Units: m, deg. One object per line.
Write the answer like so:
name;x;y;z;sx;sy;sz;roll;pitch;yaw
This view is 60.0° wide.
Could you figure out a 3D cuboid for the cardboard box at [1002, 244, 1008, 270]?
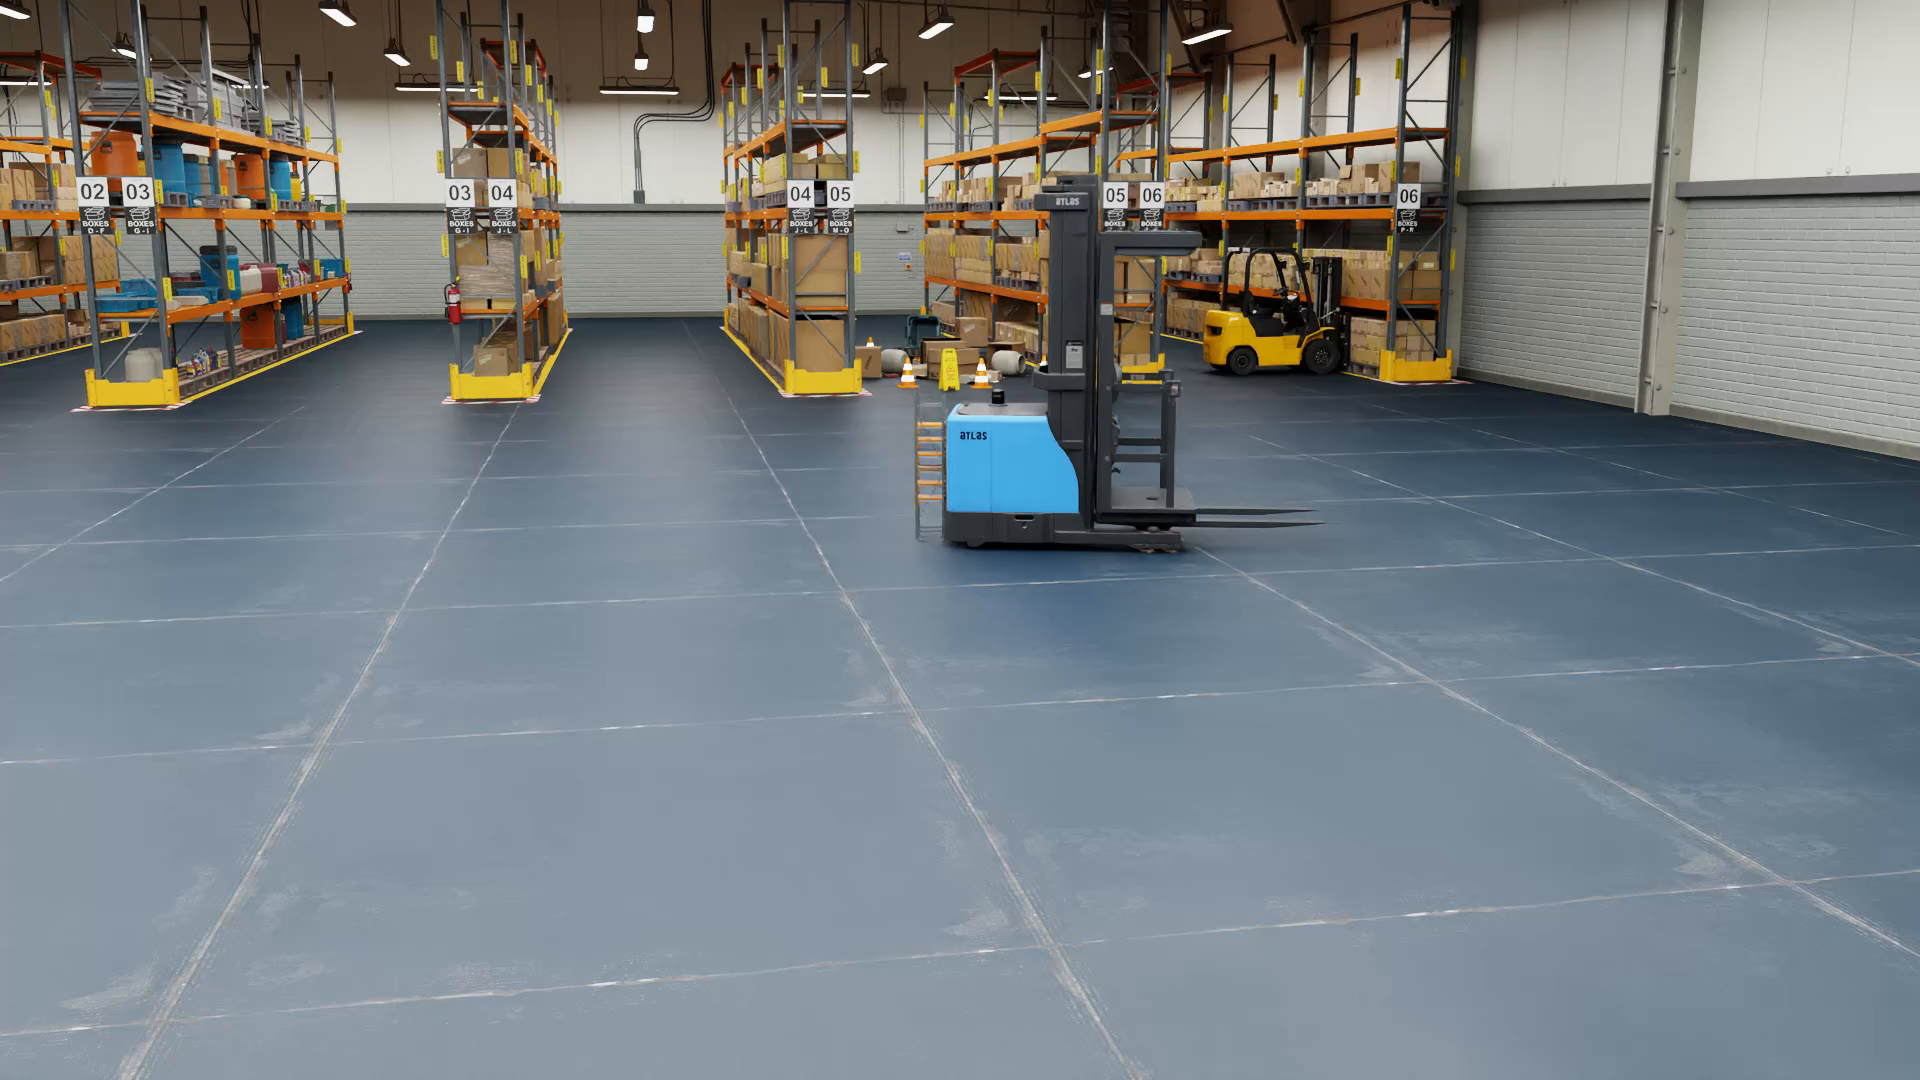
cardboard box;1.130;-5.650;33.173;0.500;0.500;0.500;-2;11;-8

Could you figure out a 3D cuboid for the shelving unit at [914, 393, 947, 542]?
shelving unit;-0.241;-0.595;13.614;0.258;1.200;0.189;1;11;4

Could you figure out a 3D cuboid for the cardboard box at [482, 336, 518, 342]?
cardboard box;-7.625;-3.139;27.731;0.500;0.500;0.500;1;11;7

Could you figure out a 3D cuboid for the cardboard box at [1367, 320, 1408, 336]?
cardboard box;7.189;-3.568;27.979;0.500;0.250;0.500;-2;11;-9

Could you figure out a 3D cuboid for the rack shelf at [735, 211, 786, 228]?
rack shelf;-4.064;-6.723;34.899;1.077;0.370;4.000;-2;11;-11

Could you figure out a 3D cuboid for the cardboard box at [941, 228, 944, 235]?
cardboard box;-0.238;-7.354;39.633;0.380;0.149;0.250;-2;11;-11

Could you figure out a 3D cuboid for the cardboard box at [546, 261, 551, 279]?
cardboard box;-8.593;-5.411;33.835;0.500;0.500;0.500;-2;11;-12

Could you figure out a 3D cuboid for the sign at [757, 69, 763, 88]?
sign;-3.427;-7.925;28.559;0.100;0.325;0.005;-2;11;-11

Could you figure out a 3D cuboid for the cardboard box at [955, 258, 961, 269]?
cardboard box;0.192;-6.249;37.572;0.500;0.250;0.500;-2;11;-13

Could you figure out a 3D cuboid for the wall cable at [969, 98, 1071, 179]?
wall cable;1.700;-11.022;47.437;2.988;3.039;0.133;-2;11;-11

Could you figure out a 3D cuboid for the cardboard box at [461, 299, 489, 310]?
cardboard box;-7.262;-3.528;24.884;0.380;0.149;0.250;-2;11;-11

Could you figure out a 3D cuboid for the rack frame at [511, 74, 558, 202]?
rack frame;-10.116;-9.489;39.482;1.000;3.000;0.127;-2;11;-11

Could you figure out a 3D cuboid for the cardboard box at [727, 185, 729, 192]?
cardboard box;-5.332;-8.333;39.428;0.380;0.149;0.250;-2;11;-10

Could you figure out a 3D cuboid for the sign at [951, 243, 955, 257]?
sign;-0.161;-6.612;37.886;0.100;0.325;0.005;-2;11;-11

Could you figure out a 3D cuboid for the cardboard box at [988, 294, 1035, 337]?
cardboard box;1.108;-4.727;35.069;0.875;0.875;0.875;-2;11;-12

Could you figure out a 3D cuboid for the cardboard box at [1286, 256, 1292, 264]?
cardboard box;6.455;-5.351;31.787;0.380;0.149;0.250;-2;11;-12

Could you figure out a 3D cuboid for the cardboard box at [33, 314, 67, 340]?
cardboard box;-18.679;-4.356;34.071;0.500;0.500;0.500;-2;11;-11

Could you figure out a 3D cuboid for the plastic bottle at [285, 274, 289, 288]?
plastic bottle;-13.365;-5.142;33.000;0.061;0.283;0.133;-2;11;-11

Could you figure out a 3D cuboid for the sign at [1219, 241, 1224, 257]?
sign;5.498;-6.124;34.966;0.100;0.325;0.005;-2;11;-11

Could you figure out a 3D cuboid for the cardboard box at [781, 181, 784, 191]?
cardboard box;-2.564;-5.469;25.669;0.380;0.149;0.250;-2;11;-11

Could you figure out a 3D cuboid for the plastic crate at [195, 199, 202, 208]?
plastic crate;-11.932;-5.225;25.808;0.243;0.136;0.396;-2;11;-11

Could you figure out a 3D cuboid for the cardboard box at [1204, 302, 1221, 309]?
cardboard box;5.586;-5.143;36.523;0.380;0.149;0.250;-2;11;-9

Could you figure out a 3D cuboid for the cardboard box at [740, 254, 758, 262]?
cardboard box;-4.220;-5.685;33.498;0.380;0.149;0.250;-3;11;-13

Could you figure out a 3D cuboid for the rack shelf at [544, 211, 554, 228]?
rack shelf;-8.949;-6.561;34.048;1.077;0.370;4.000;-2;11;-11

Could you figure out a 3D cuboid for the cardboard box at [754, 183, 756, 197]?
cardboard box;-3.653;-6.659;31.647;0.500;0.250;0.500;-2;11;-9

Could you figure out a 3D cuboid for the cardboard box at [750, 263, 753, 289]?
cardboard box;-3.853;-5.193;32.691;0.500;0.500;0.500;-2;11;-10

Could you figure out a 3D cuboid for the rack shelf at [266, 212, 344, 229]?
rack shelf;-14.585;-7.115;36.956;1.077;0.370;4.000;-2;11;-11

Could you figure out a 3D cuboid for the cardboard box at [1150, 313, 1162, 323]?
cardboard box;4.785;-5.370;40.075;0.396;0.266;0.258;-2;11;-9

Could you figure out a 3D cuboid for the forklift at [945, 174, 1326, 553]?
forklift;1.424;-1.438;13.413;3.031;2.935;1.130;1;11;4

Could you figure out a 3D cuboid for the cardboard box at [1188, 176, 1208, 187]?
cardboard box;5.462;-8.204;38.132;0.396;0.266;0.258;-2;11;-11

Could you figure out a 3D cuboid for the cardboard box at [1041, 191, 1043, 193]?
cardboard box;1.756;-6.156;29.603;0.500;0.250;0.500;-2;11;-12

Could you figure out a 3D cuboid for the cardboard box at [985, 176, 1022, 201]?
cardboard box;0.939;-7.229;34.233;0.797;0.503;0.637;-3;11;-15

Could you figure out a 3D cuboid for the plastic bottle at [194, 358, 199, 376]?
plastic bottle;-11.976;-2.710;26.030;0.097;0.271;0.097;0;11;0

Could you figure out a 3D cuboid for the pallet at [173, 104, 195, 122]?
pallet;-12.212;-6.444;25.061;1.003;0.211;1.213;-2;11;-11

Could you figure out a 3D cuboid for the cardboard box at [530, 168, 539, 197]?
cardboard box;-8.030;-6.579;30.614;0.500;0.500;0.500;-2;11;-10

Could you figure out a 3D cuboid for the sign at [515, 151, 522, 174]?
sign;-6.472;-5.530;24.367;0.100;0.325;0.005;-2;11;-11

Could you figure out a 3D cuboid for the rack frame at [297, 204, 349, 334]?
rack frame;-14.974;-6.361;39.097;1.000;3.000;0.127;-2;11;-11

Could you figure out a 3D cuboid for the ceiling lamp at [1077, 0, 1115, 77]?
ceiling lamp;3.258;-11.930;36.700;0.800;3.185;2.000;-2;11;-11

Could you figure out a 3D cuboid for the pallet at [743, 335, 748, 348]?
pallet;-4.059;-4.233;35.372;1.003;0.211;1.213;-2;11;-11

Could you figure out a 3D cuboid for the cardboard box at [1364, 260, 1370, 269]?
cardboard box;7.136;-4.711;28.425;0.380;0.149;0.250;-2;11;-11

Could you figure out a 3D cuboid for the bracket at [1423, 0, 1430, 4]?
bracket;7.905;-9.088;27.749;0.235;0.232;0.430;-2;11;-11

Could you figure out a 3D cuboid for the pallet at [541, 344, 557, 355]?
pallet;-8.639;-3.852;33.369;1.003;0.211;1.213;-2;11;-11

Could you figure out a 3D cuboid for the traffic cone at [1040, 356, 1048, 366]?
traffic cone;1.368;-2.753;26.924;0.336;0.463;0.334;-2;11;-11

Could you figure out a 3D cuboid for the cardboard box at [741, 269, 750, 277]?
cardboard box;-4.222;-5.393;33.556;0.380;0.149;0.250;-2;11;-10

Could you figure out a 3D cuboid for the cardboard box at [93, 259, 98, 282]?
cardboard box;-19.186;-5.880;36.298;0.500;0.500;0.500;-2;11;-12

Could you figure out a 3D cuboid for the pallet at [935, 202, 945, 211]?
pallet;0.000;-7.972;39.774;1.003;0.211;1.213;-2;11;-11

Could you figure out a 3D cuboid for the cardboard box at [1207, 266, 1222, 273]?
cardboard box;5.525;-5.805;35.724;0.380;0.149;0.250;-2;11;-10

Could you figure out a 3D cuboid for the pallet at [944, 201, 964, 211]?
pallet;0.234;-7.749;38.600;1.003;0.211;1.213;-2;11;-11

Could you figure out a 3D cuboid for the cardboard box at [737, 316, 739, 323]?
cardboard box;-4.826;-4.968;37.481;0.380;0.149;0.250;-2;11;-10

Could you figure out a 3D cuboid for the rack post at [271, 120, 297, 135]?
rack post;-14.063;-8.382;33.871;0.937;0.300;0.954;-2;11;-12

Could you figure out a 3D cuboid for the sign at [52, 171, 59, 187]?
sign;-18.512;-7.390;34.043;0.100;0.325;0.005;-2;11;-11

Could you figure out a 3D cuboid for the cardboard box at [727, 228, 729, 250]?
cardboard box;-5.220;-7.109;39.289;0.500;0.500;0.500;-2;11;-12

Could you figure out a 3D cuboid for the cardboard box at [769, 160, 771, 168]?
cardboard box;-2.960;-6.234;27.552;0.380;0.149;0.250;-2;11;-10

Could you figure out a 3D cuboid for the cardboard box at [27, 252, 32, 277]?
cardboard box;-18.987;-5.485;33.101;0.700;0.500;0.500;0;11;-2

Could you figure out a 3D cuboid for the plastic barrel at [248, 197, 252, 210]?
plastic barrel;-13.320;-6.248;30.894;0.294;0.245;0.294;0;11;0

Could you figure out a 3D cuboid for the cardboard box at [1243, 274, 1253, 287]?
cardboard box;6.076;-5.265;33.739;0.500;0.250;0.500;-2;11;-13
